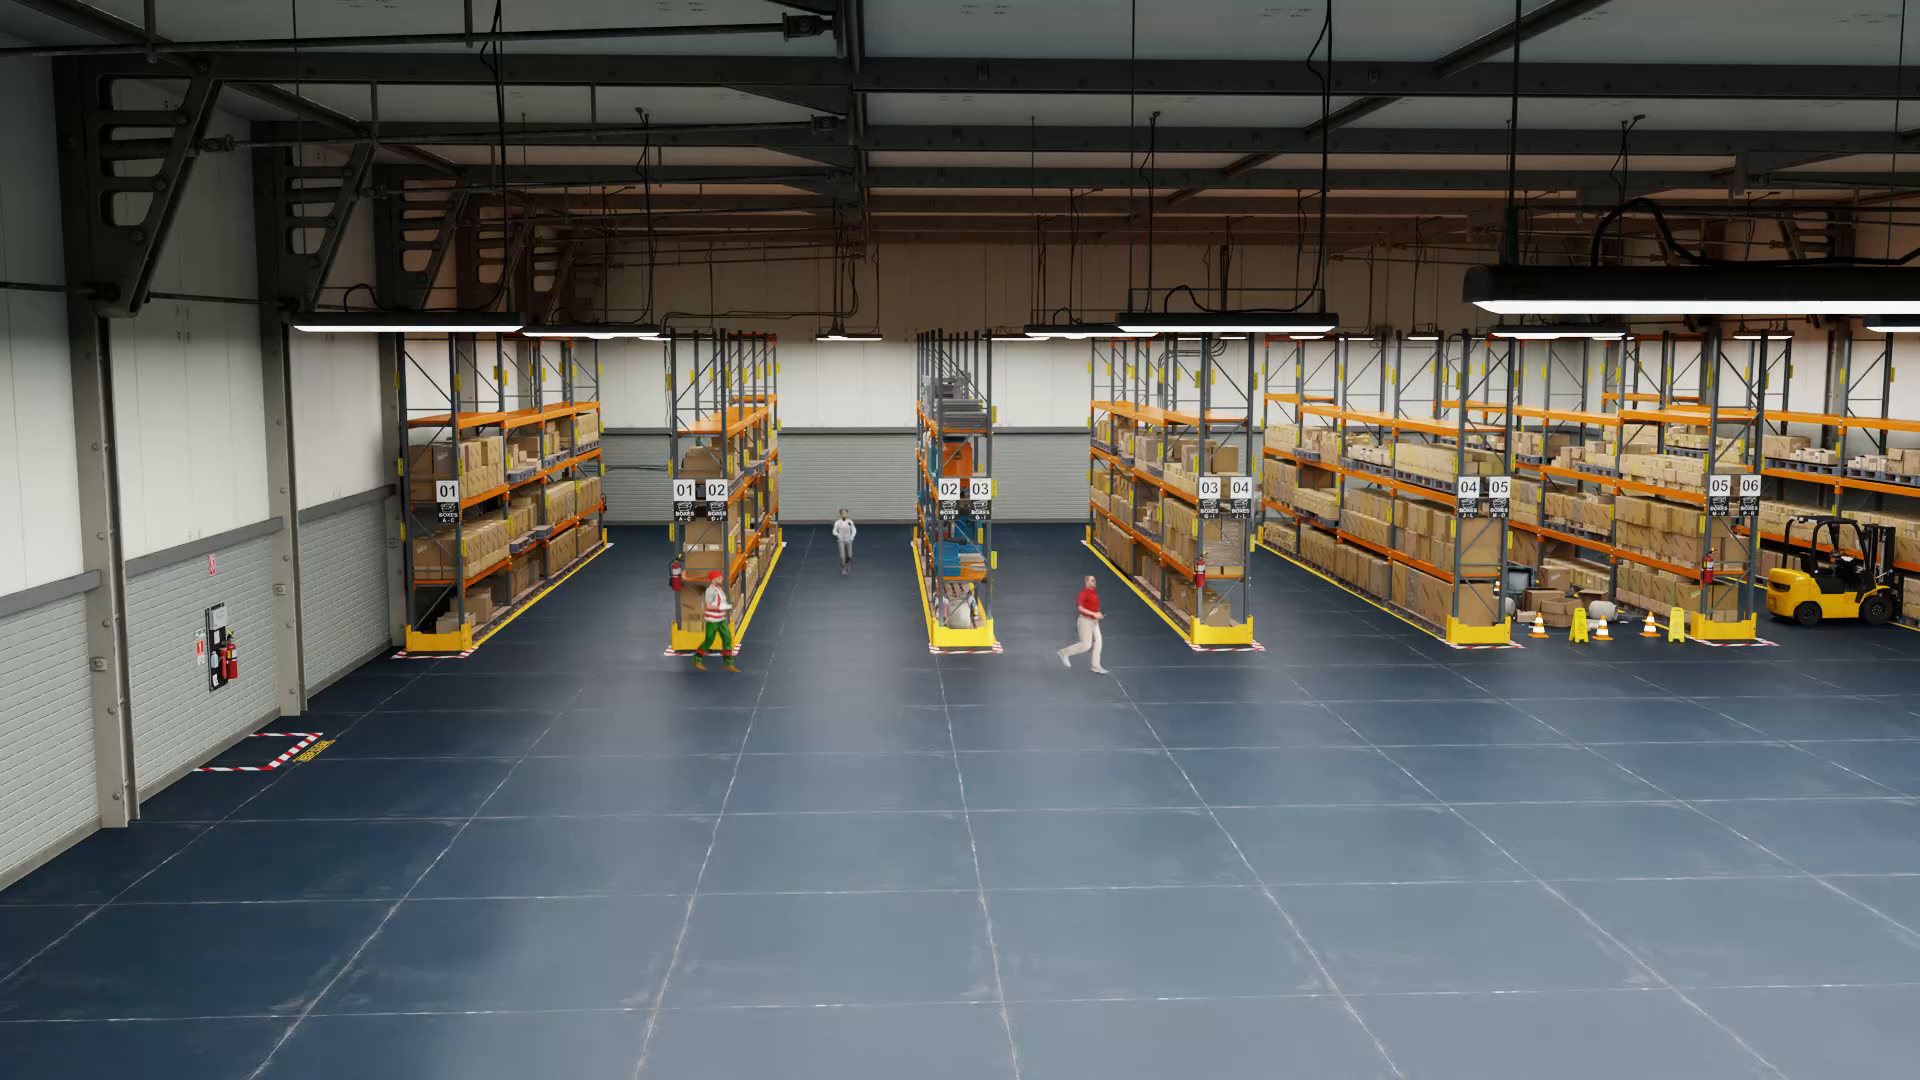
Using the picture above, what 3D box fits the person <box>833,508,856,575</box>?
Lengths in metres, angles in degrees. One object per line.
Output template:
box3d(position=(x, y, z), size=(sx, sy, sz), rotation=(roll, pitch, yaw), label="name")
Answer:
box3d(position=(-2.845, 0.041, 41.229), size=(0.605, 1.653, 0.525), rotation=(-1, 7, -11), label="person")

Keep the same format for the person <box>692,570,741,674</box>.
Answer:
box3d(position=(-4.269, 1.421, 28.857), size=(0.881, 1.823, 0.643), rotation=(3, 7, 21), label="person")

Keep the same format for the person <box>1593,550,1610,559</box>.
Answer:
box3d(position=(17.097, -0.247, 44.077), size=(0.549, 1.605, 0.802), rotation=(-3, 7, -21), label="person")

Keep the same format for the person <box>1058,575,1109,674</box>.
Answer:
box3d(position=(2.194, 1.467, 29.089), size=(0.870, 1.732, 0.671), rotation=(3, 7, 24), label="person")

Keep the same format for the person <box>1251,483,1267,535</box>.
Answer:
box3d(position=(8.803, -0.875, 49.072), size=(0.872, 1.599, 0.529), rotation=(-5, 9, -39), label="person")
